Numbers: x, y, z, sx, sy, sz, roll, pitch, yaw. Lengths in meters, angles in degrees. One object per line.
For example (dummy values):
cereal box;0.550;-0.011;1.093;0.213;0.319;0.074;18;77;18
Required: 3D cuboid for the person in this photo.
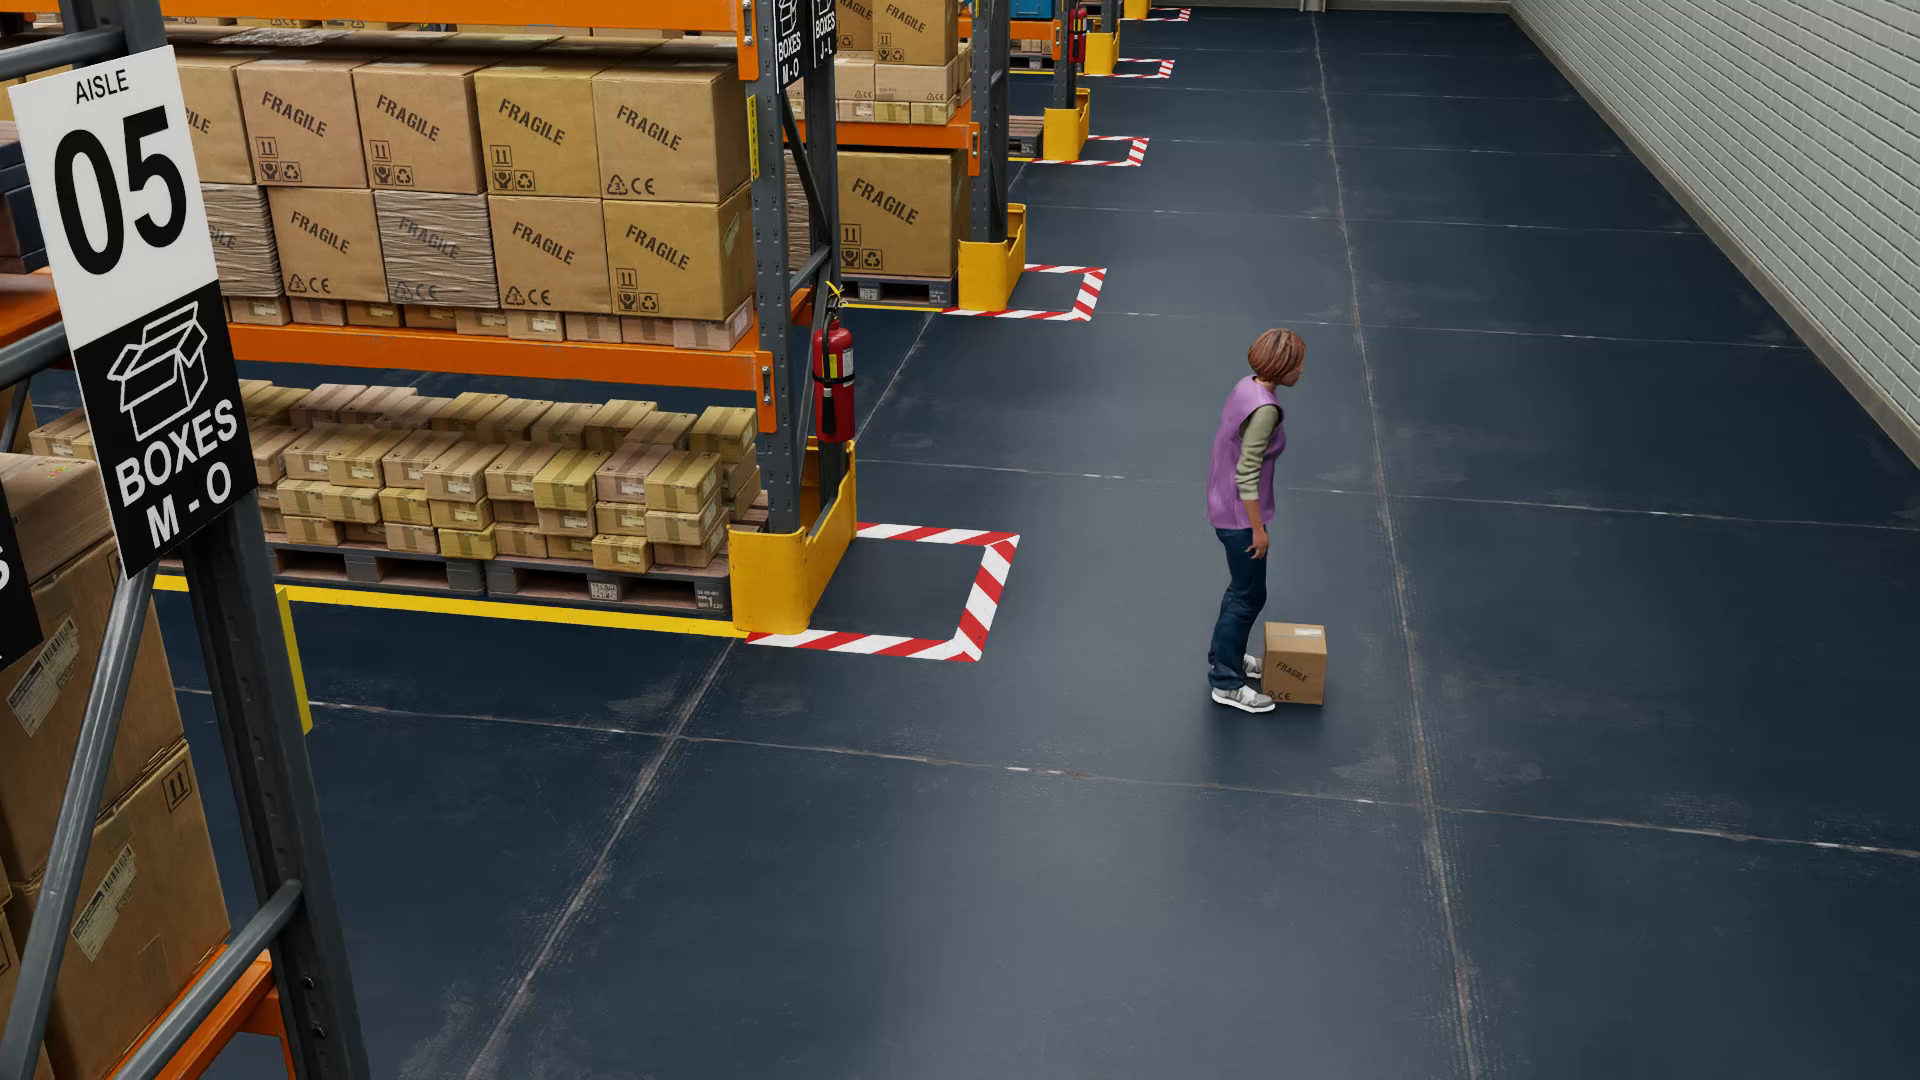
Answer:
person;1.184;-0.096;6.825;0.347;1.592;0.481;3;25;5
